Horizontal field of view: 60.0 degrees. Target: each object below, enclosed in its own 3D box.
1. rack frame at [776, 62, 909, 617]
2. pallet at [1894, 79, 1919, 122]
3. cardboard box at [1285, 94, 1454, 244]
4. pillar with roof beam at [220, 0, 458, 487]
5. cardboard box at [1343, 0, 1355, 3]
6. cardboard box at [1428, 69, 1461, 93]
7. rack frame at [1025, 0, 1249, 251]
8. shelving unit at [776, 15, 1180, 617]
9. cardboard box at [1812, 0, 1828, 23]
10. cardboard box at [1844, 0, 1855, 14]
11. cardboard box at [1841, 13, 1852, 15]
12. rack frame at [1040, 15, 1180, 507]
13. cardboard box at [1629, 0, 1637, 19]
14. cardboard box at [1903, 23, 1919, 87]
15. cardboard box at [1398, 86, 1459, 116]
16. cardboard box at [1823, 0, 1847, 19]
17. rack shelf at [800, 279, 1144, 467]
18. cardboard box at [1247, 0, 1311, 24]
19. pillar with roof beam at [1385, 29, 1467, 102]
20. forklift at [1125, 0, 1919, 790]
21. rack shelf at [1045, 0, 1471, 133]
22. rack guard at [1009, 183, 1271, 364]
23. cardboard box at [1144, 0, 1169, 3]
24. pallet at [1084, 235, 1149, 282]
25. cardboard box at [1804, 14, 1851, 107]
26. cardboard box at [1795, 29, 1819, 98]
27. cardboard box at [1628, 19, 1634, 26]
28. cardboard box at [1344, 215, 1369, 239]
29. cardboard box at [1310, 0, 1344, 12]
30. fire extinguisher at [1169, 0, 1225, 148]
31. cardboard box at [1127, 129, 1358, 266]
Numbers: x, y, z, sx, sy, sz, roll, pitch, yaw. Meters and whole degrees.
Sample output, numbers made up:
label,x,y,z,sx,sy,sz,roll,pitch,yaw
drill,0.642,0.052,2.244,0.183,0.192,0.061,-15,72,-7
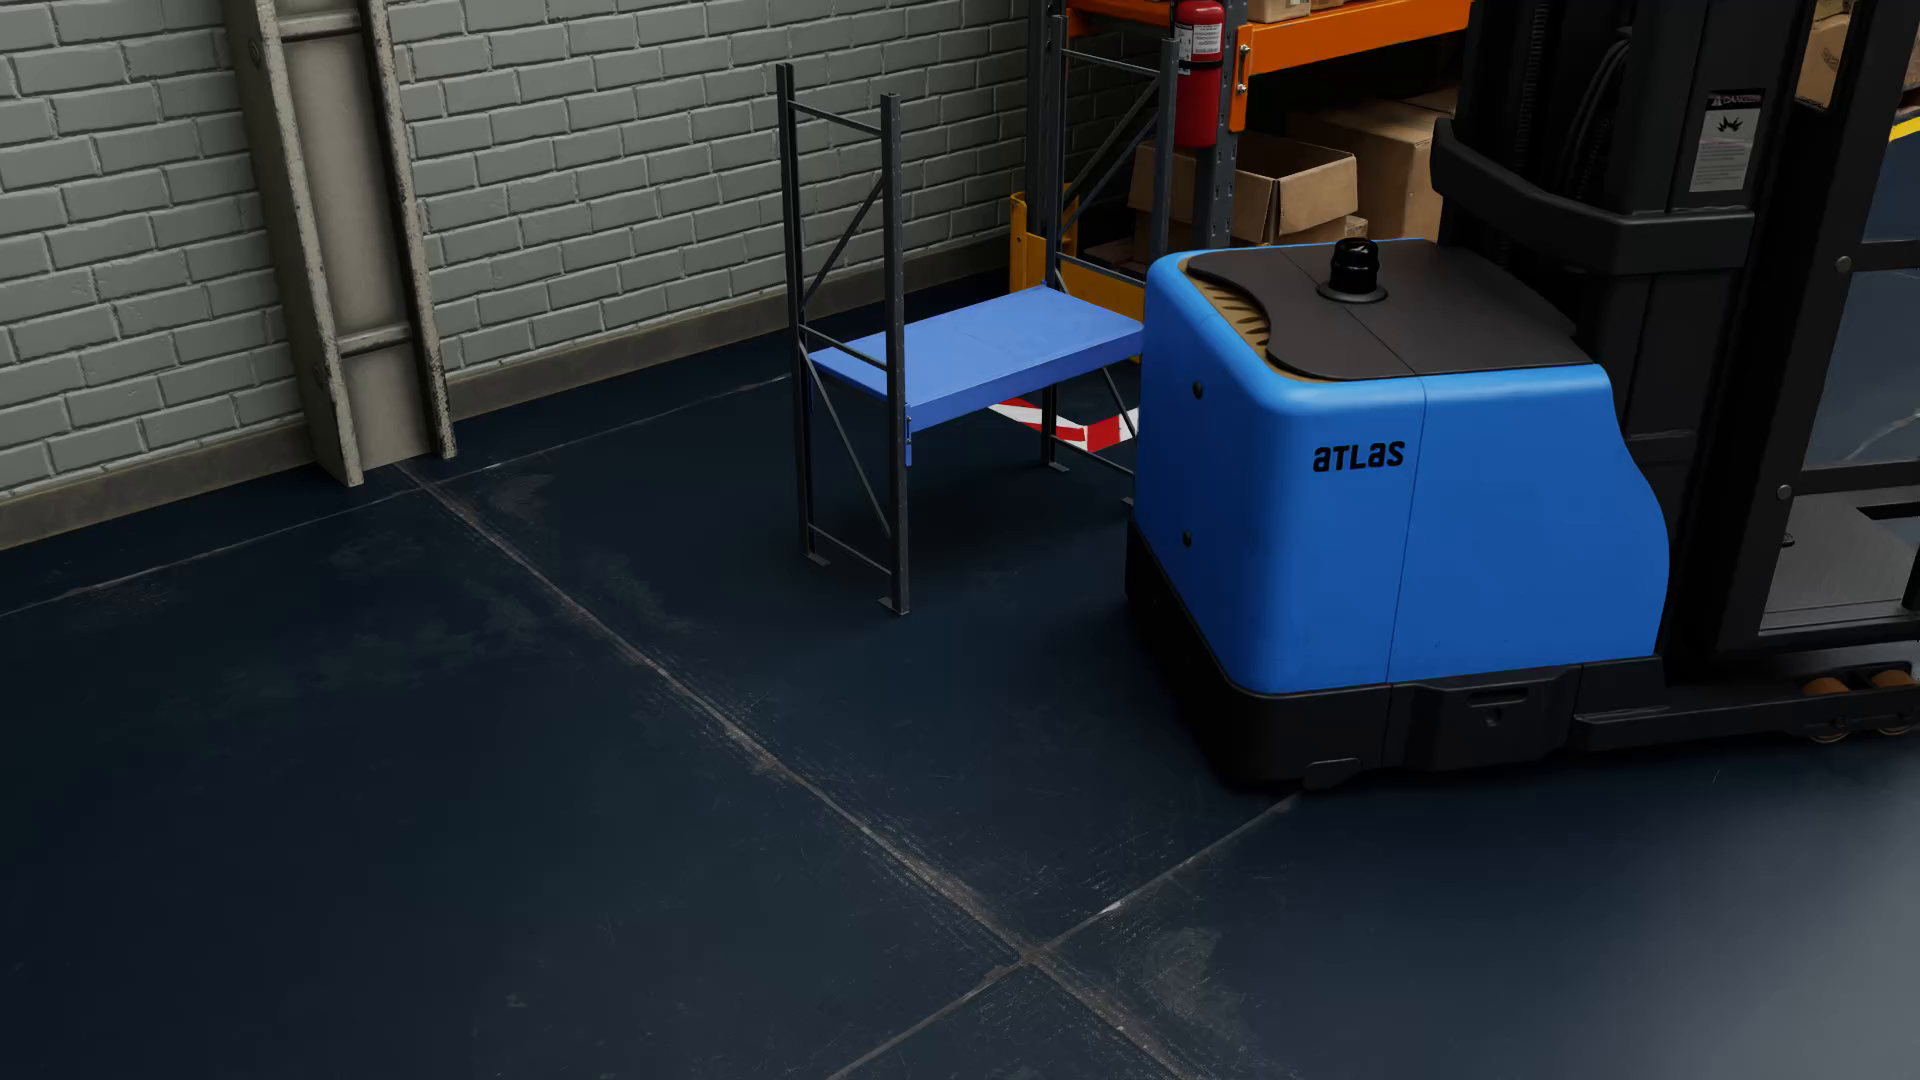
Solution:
label,x,y,z,sx,sy,sz,roll,pitch,yaw
rack frame,-0.322,-0.532,4.654,0.032,1.500,0.500,-22,35,-35
pallet,5.200,-2.747,10.167,1.213,0.211,1.003,-22,35,-35
cardboard box,1.836,-1.599,7.267,0.500,0.500,0.700,-20,34,-33
pillar with roof beam,0.792,-2.717,0.786,0.400,9.000,9.100,-22,35,-35
cardboard box,1.403,-2.195,6.441,0.250,0.149,0.380,-22,35,-36
cardboard box,2.626,-1.917,7.861,0.500,0.500,0.700,-23,36,-37
rack frame,0.634,-2.116,6.027,0.127,3.000,1.000,-22,35,-35
shelving unit,0.065,-0.688,4.945,1.048,1.500,0.538,-22,35,-35
cardboard box,4.471,-2.918,9.046,0.250,0.149,0.380,-24,36,-37
cardboard box,4.885,-3.070,9.330,0.250,0.149,0.380,-22,35,-35
cardboard box,4.972,-2.807,9.527,0.500,0.500,0.500,-23,36,-36
rack frame,0.452,-0.843,5.236,0.032,1.500,0.500,-22,35,-35
cardboard box,3.770,-2.924,9.058,0.250,0.149,0.380,-24,36,-37
cardboard box,5.371,-2.964,9.820,0.500,0.500,0.500,-23,36,-37
cardboard box,2.303,-1.725,7.502,0.500,0.500,0.500,-21,35,-34
cardboard box,4.671,-3.007,9.212,0.250,0.149,0.380,-23,35,-36
rack shelf,0.065,-0.529,5.030,1.000,0.185,0.538,-22,35,-35
cardboard box,1.062,-2.007,6.090,0.250,0.149,0.380,-22,35,-35
pillar with roof beam,5.356,-4.552,4.220,0.400,9.000,9.100,-22,35,-35
forklift,2.045,-1.011,4.033,3.031,2.935,1.130,-5,29,-9
rack shelf,2.155,-2.410,7.341,4.000,0.370,1.077,-22,35,-35
rack guard,0.692,-1.037,6.659,0.348,0.500,1.175,-22,35,-35
cardboard box,0.712,-2.203,6.456,0.250,0.149,0.380,-22,35,-35
pallet,1.298,-1.153,7.185,1.213,0.211,1.003,-22,35,-35
cardboard box,4.590,-2.656,9.244,0.500,0.500,0.500,-22,35,-36
cardboard box,4.191,-2.490,8.933,0.500,0.500,0.500,-20,34,-33
cardboard box,3.858,-2.679,9.286,0.500,0.500,0.500,-22,35,-35
cardboard box,1.509,-1.313,7.103,0.250,0.149,0.380,-24,36,-37
cardboard box,1.225,-2.102,6.267,0.250,0.149,0.380,-21,35,-34
fire extinguisher,0.822,-1.707,5.739,0.183,0.674,0.296,-22,35,-35
cardboard box,1.161,-1.353,6.803,0.637,0.503,0.797,-24,36,-37
